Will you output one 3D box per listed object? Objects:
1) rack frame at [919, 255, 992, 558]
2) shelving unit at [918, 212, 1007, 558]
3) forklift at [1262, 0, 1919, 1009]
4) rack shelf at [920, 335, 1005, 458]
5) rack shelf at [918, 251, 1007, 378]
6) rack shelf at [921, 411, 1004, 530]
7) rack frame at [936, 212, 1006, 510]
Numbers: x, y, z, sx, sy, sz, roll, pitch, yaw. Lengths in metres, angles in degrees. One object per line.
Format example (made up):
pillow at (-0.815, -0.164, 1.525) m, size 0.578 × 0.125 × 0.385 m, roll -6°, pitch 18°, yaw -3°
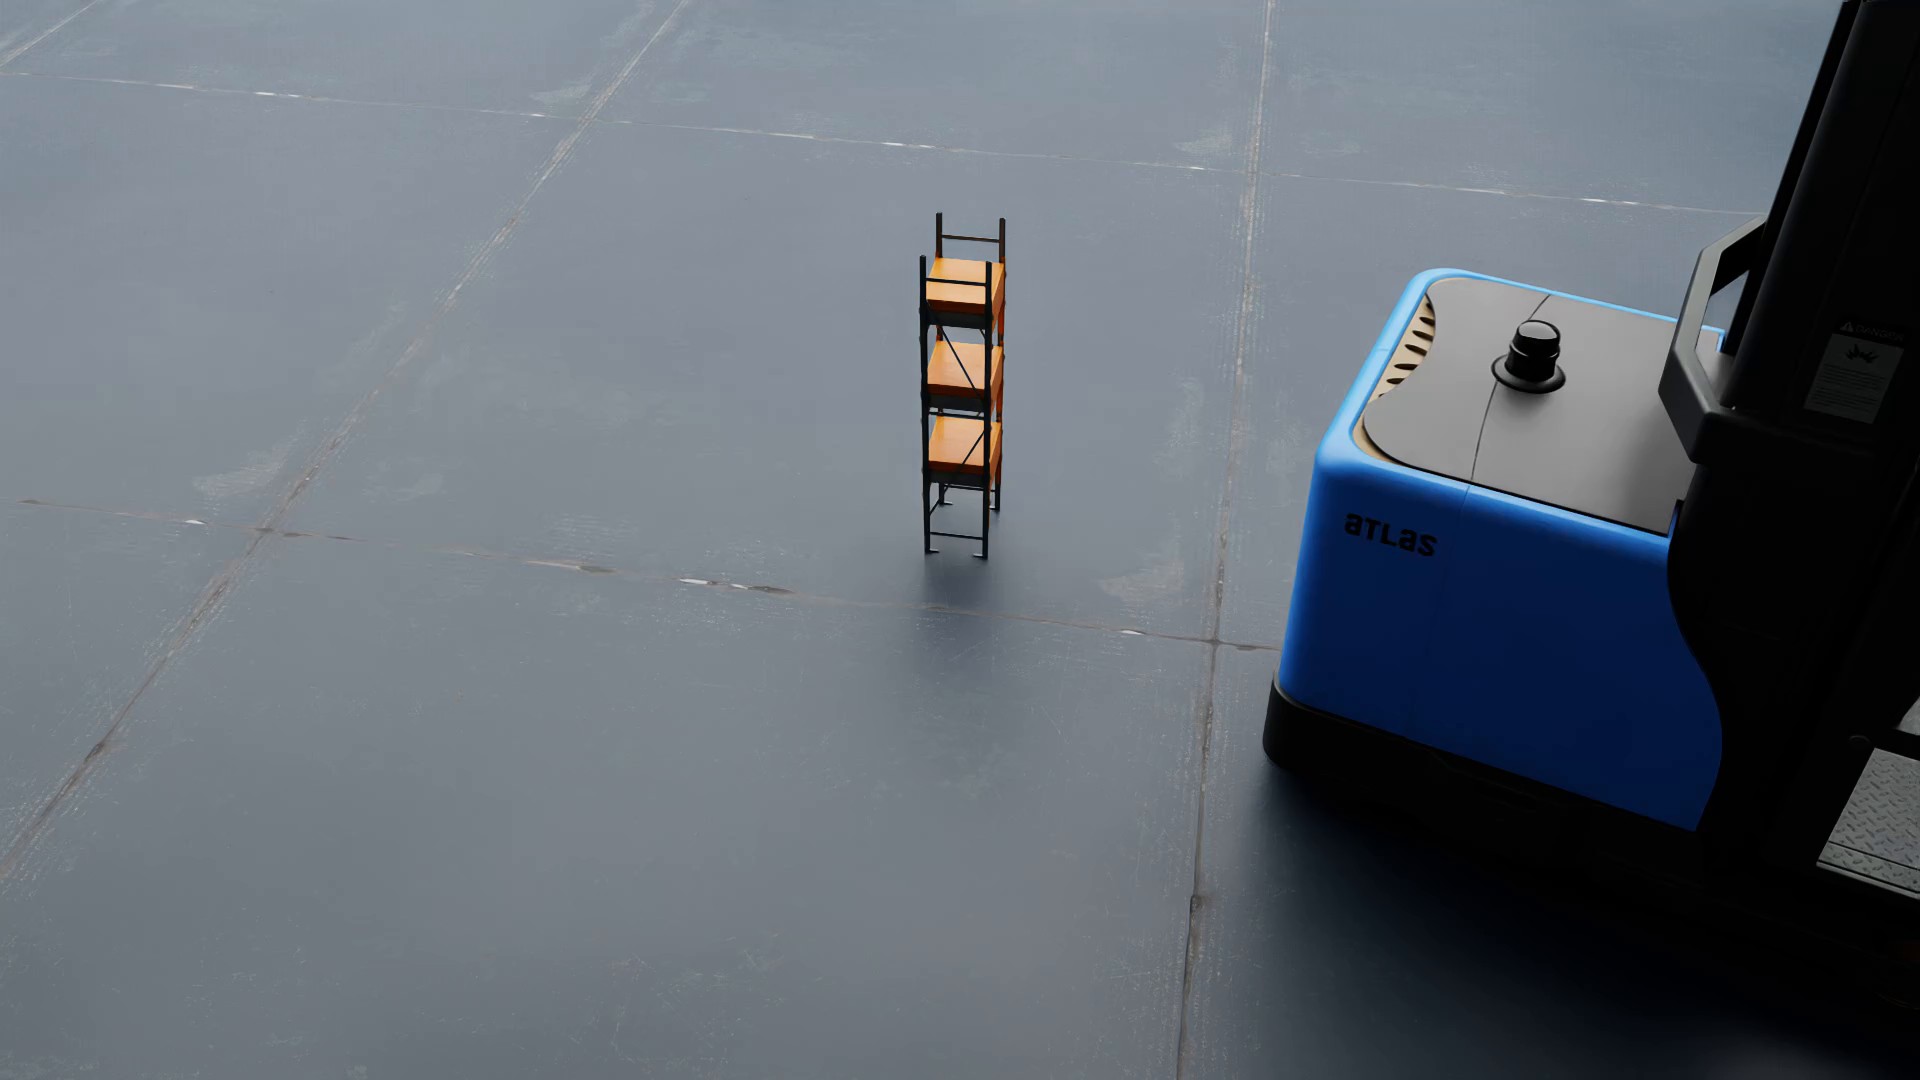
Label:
rack frame at (-0.012, -0.362, 4.863) m, size 0.200 × 1.050 × 0.008 m, roll 6°, pitch 40°, yaw 8°
shelving unit at (0.009, -0.438, 4.956) m, size 0.215 × 1.050 × 0.252 m, roll 6°, pitch 40°, yaw 8°
forklift at (2.367, -0.363, 3.389) m, size 3.031 × 2.935 × 1.130 m, roll 17°, pitch 43°, yaw 20°
rack shelf at (0.009, -0.430, 4.963) m, size 0.215 × 0.259 × 0.240 m, roll 6°, pitch 40°, yaw 8°
rack shelf at (0.009, -0.649, 4.782) m, size 0.215 × 0.259 × 0.240 m, roll 6°, pitch 40°, yaw 8°
rack shelf at (0.009, -0.216, 5.140) m, size 0.215 × 0.259 × 0.240 m, roll 6°, pitch 40°, yaw 8°
rack frame at (0.030, -0.515, 5.049) m, size 0.200 × 1.050 × 0.008 m, roll 6°, pitch 40°, yaw 8°
